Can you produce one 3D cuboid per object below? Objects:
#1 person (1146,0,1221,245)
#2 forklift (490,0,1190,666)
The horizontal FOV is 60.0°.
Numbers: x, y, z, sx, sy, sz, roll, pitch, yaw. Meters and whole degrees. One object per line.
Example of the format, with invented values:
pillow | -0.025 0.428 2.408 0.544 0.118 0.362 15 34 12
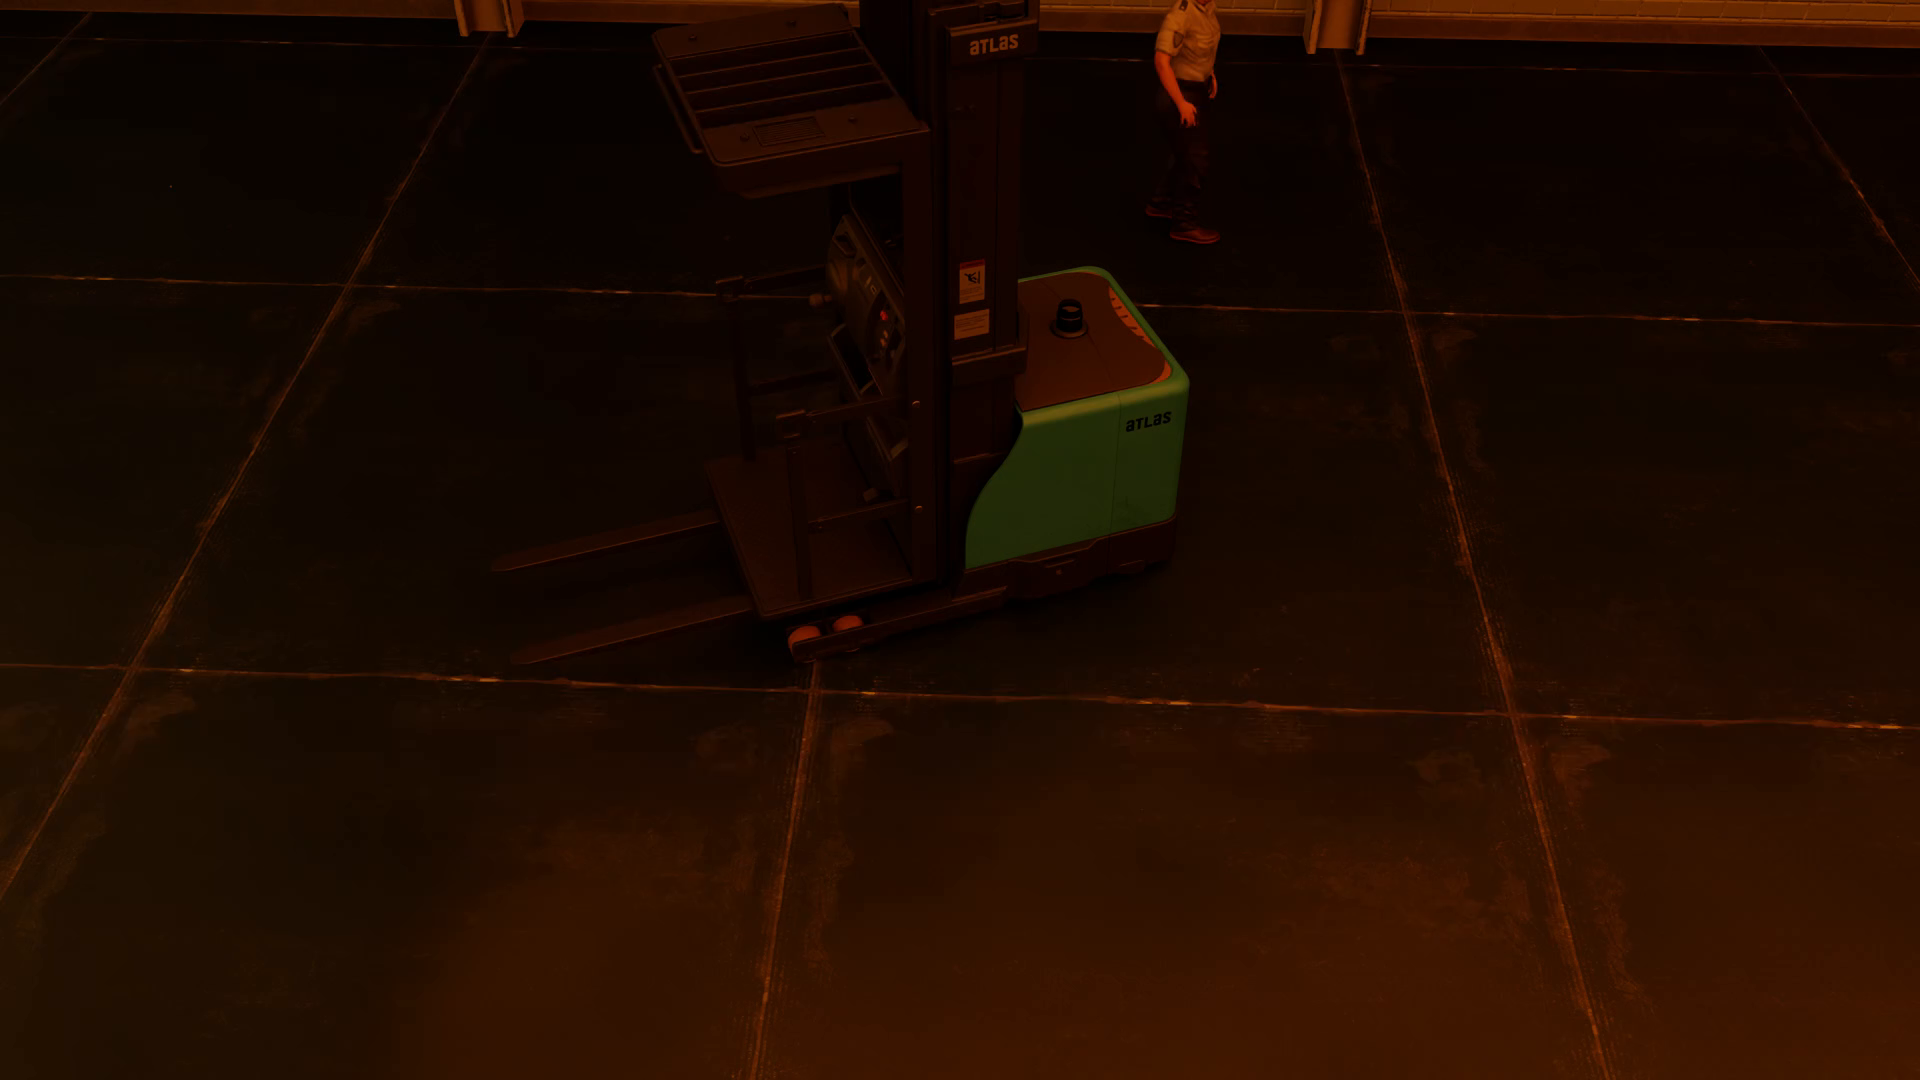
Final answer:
person | 1.346 -2.515 9.470 0.485 1.629 0.680 10 43 10
forklift | -0.573 -0.945 6.778 3.031 2.935 1.130 -13 44 -14
